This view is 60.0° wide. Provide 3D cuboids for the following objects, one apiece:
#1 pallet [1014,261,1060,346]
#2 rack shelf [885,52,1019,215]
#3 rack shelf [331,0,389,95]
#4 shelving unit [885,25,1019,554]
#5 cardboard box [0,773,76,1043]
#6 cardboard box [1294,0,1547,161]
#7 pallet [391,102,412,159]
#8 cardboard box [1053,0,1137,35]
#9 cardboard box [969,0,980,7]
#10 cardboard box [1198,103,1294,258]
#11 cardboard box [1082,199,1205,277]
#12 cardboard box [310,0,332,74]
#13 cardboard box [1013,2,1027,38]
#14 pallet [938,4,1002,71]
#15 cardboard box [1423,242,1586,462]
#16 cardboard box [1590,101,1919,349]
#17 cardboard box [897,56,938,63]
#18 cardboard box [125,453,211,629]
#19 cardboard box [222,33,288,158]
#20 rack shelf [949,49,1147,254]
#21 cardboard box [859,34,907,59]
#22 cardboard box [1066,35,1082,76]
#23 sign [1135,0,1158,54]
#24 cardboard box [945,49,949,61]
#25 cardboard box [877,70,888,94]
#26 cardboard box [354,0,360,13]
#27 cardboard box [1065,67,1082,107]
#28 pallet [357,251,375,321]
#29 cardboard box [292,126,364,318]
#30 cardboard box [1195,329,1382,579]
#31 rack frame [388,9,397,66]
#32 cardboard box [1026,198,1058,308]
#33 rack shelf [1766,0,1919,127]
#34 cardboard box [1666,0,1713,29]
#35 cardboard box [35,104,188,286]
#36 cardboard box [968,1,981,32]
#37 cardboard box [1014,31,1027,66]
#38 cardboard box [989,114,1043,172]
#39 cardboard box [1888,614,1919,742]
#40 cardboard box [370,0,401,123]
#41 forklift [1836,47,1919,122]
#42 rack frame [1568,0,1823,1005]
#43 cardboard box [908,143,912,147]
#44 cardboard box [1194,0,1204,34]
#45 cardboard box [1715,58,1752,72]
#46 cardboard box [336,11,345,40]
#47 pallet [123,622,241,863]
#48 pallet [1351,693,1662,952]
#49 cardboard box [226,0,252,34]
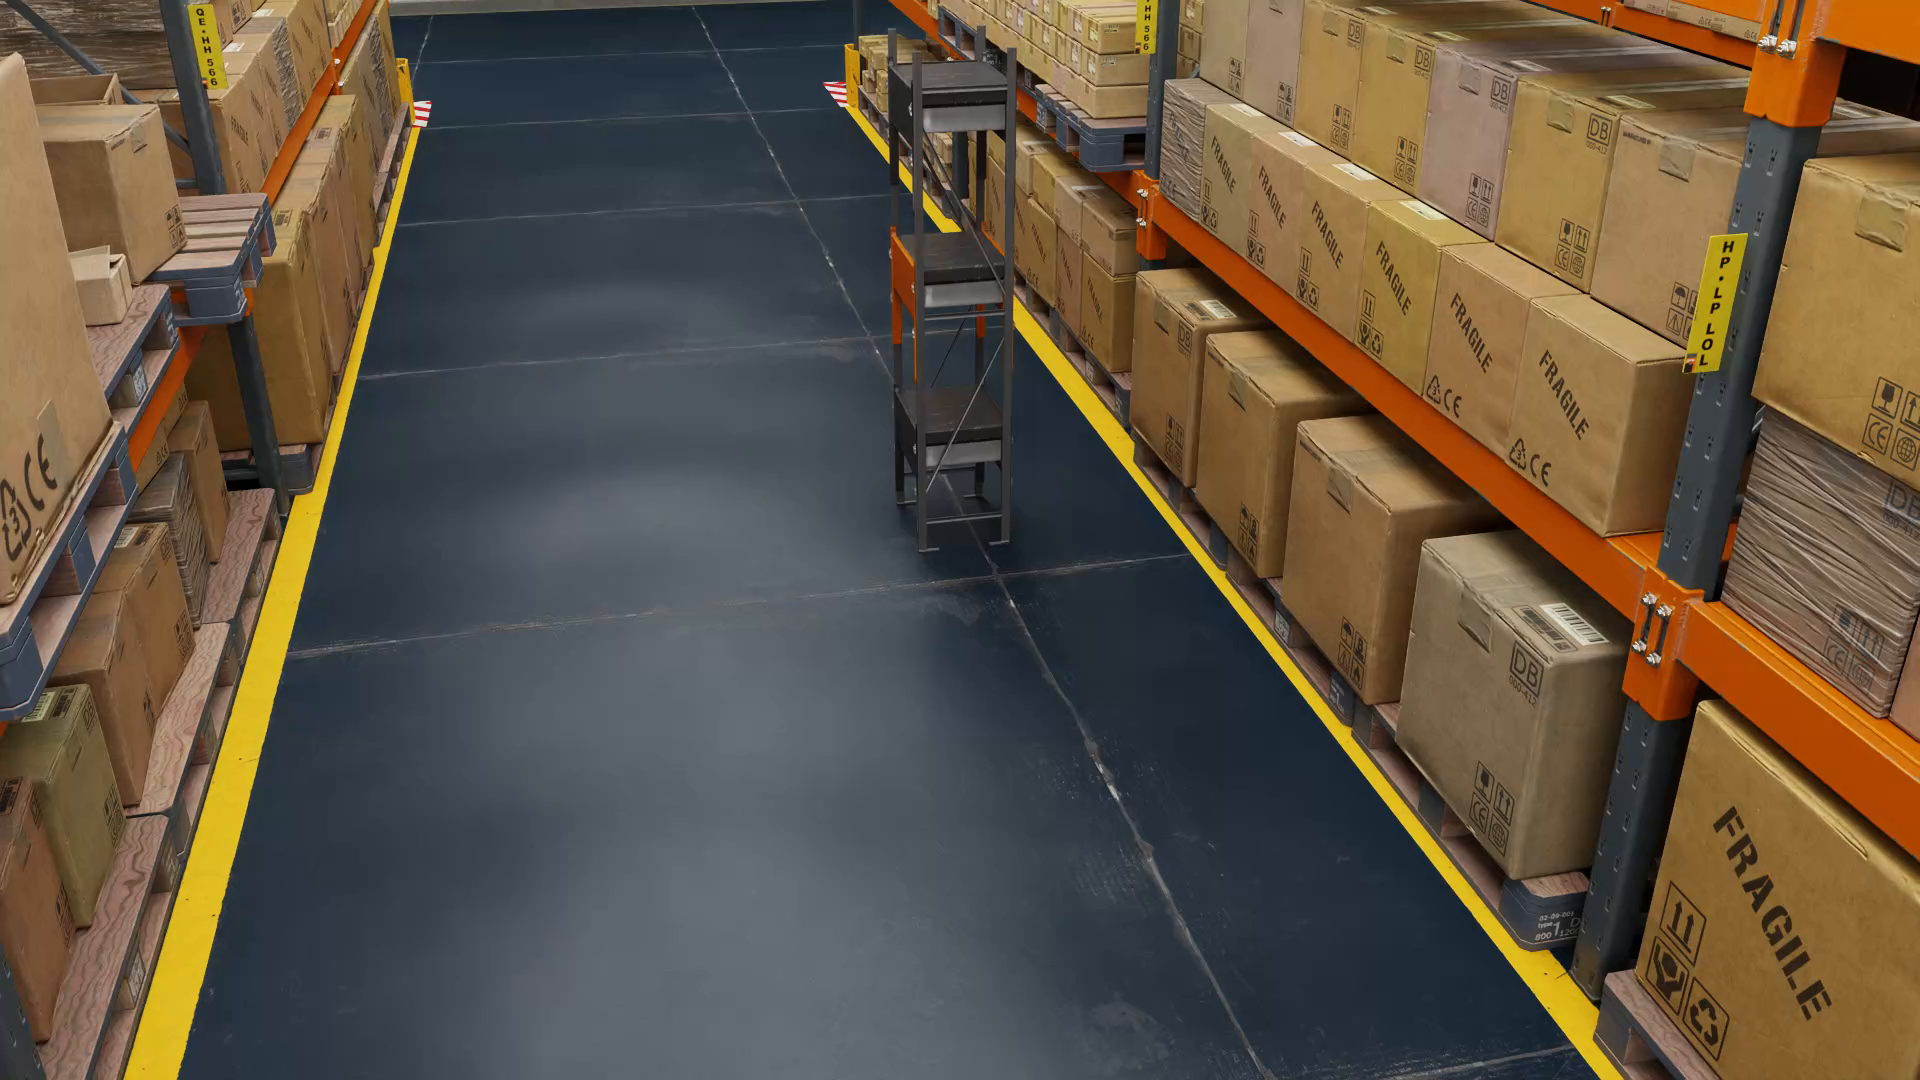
[{"bbox_3d":[0.900,-1.503,9.993,1.003,0.211,1.213,-6,27,-12],"label":"pallet"},{"bbox_3d":[-0.037,-1.623,6.612,0.431,0.518,0.480,-6,27,-12],"label":"rack shelf"},{"bbox_3d":[-4.861,-3.723,12.096,1.077,0.370,4.000,-6,27,-12],"label":"rack shelf"},{"bbox_3d":[-0.037,-1.010,6.921,0.431,2.100,0.503,-6,27,-12],"label":"shelving unit"},{"bbox_3d":[-2.725,0.993,4.239,0.700,0.500,0.500,-8,28,-16],"label":"cardboard box"},{"bbox_3d":[1.671,-1.716,6.100,0.700,0.500,0.500,-6,27,-12],"label":"cardboard box"},{"bbox_3d":[-5.056,-3.334,13.622,1.003,0.211,1.213,-6,27,-12],"label":"pallet"},{"bbox_3d":[0.675,-2.605,8.234,0.380,0.149,0.250,-5,27,-10],"label":"cardboard box"},{"bbox_3d":[0.263,-3.273,9.889,0.380,0.149,0.250,-7,28,-14],"label":"cardboard box"},{"bbox_3d":[1.301,-1.467,6.716,0.500,0.500,0.500,-6,27,-12],"label":"cardboard box"},{"bbox_3d":[0.936,-1.550,8.467,0.500,0.250,0.500,-7,28,-13],"label":"cardboard box"},{"bbox_3d":[-4.039,-3.034,9.820,0.500,0.500,0.500,-6,27,-11],"label":"cardboard box"},{"bbox_3d":[0.498,-2.815,8.980,0.380,0.149,0.250,-5,27,-10],"label":"cardboard box"},{"bbox_3d":[0.475,-3.190,10.454,1.003,0.211,1.213,-6,27,-12],"label":"pallet"},{"bbox_3d":[1.756,-0.582,4.963,0.500,0.500,0.500,-6,27,-12],"label":"cardboard box"},{"bbox_3d":[2.130,-0.822,4.329,0.700,0.500,0.500,-6,27,-12],"label":"cardboard box"},{"bbox_3d":[-0.369,-3.842,13.571,0.380,0.149,0.250,-5,27,-10],"label":"cardboard box"},{"bbox_3d":[-3.201,0.043,6.121,0.700,0.500,0.500,-8,28,-16],"label":"cardboard box"},{"bbox_3d":[-3.591,-2.147,8.063,0.500,0.500,0.500,-6,27,-13],"label":"cardboard box"},{"bbox_3d":[0.895,-2.427,9.527,1.077,0.370,4.000,-6,27,-12],"label":"rack shelf"},{"bbox_3d":[-0.670,-4.298,14.473,0.380,0.149,0.250,-7,28,-14],"label":"cardboard box"},{"bbox_3d":[0.729,-2.366,8.090,0.380,0.149,0.250,-5,27,-10],"label":"cardboard box"},{"bbox_3d":[0.819,-2.292,7.265,0.100,0.325,0.005,-6,27,-12],"label":"sign"},{"bbox_3d":[0.089,-4.018,13.920,0.380,0.149,0.250,-7,28,-14],"label":"cardboard box"},{"bbox_3d":[-0.489,-3.825,13.867,0.380,0.149,0.250,-5,27,-10],"label":"cardboard box"},{"bbox_3d":[-4.446,-3.787,11.703,0.380,0.149,0.250,-6,27,-11],"label":"cardboard box"},{"bbox_3d":[0.733,-2.224,8.140,0.380,0.149,0.250,-6,27,-12],"label":"cardboard box"},{"bbox_3d":[-4.163,-1.591,10.167,1.003,0.211,1.213,-6,27,-12],"label":"pallet"},{"bbox_3d":[-4.045,-1.734,9.249,1.225,0.875,0.875,-7,28,-13],"label":"cardboard box"},{"bbox_3d":[1.596,-0.393,6.730,1.050,0.750,0.750,-6,27,-11],"label":"cardboard box"},{"bbox_3d":[-5.312,-4.922,13.674,1.000,3.000,0.127,-6,27,-12],"label":"rack frame"},{"bbox_3d":[0.695,-1.662,9.523,0.500,0.500,0.500,-7,28,-14],"label":"cardboard box"},{"bbox_3d":[2.698,-0.254,1.893,1.077,0.370,4.000,-6,27,-12],"label":"rack shelf"},{"bbox_3d":[5.205,-3.659,11.337,0.500,0.250,0.500,-7,28,-13],"label":"cardboard box"},{"bbox_3d":[-3.125,-1.175,5.671,0.700,0.500,0.500,-2,27,-4],"label":"cardboard box"},{"bbox_3d":[0.261,-3.140,9.955,0.380,0.149,0.250,-6,27,-11],"label":"cardboard box"},{"bbox_3d":[0.503,-2.679,9.041,0.380,0.149,0.250,-5,27,-10],"label":"cardboard box"},{"bbox_3d":[0.476,-2.447,10.246,0.500,0.250,0.500,-5,27,-10],"label":"cardboard box"},{"bbox_3d":[2.488,0.219,3.320,0.875,0.550,0.550,-6,27,-12],"label":"cardboard box"},{"bbox_3d":[-5.090,-3.889,13.517,0.875,0.875,0.875,-6,27,-12],"label":"cardboard box"},{"bbox_3d":[3.913,-1.039,6.056,1.130,2.935,3.031,-7,28,-14],"label":"forklift"},{"bbox_3d":[2.247,-0.114,4.146,1.000,3.000,0.127,-6,27,-12],"label":"rack frame"},{"bbox_3d":[-0.209,-3.132,12.825,0.380,0.149,0.250,-6,27,-12],"label":"cardboard box"},{"bbox_3d":[1.367,-2.551,8.128,0.380,0.149,0.250,-7,28,-13],"label":"cardboard box"},{"bbox_3d":[5.673,-2.752,11.265,0.875,0.875,0.875,-5,27,-10],"label":"cardboard box"},{"bbox_3d":[-4.212,-3.333,10.804,0.380,0.149,0.250,-7,28,-13],"label":"cardboard box"},{"bbox_3d":[-3.063,0.712,5.605,1.003,0.211,1.213,-6,27,-12],"label":"pallet"},{"bbox_3d":[2.000,0.800,5.431,1.003,0.211,1.213,-6,27,-12],"label":"pallet"},{"bbox_3d":[-3.960,-2.806,8.255,0.797,0.503,0.637,-5,27,-10],"label":"cardboard box"}]
